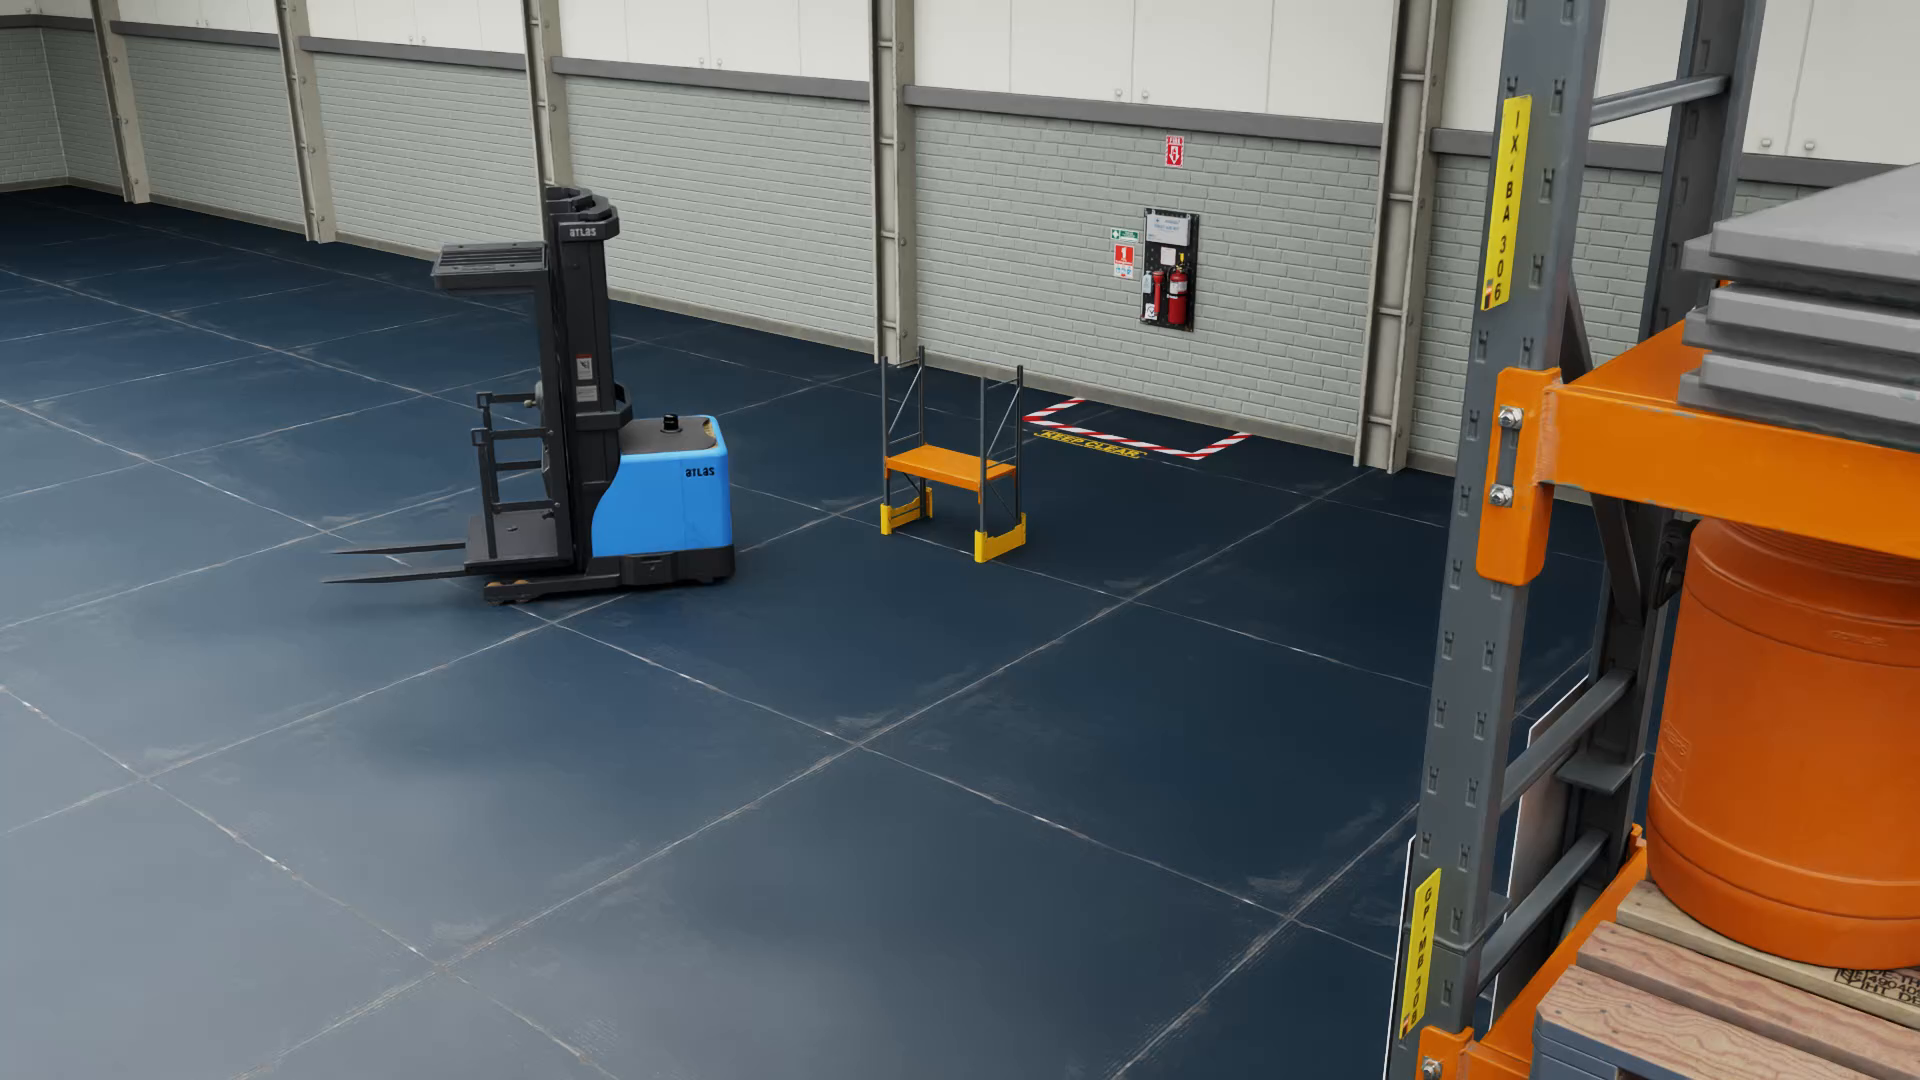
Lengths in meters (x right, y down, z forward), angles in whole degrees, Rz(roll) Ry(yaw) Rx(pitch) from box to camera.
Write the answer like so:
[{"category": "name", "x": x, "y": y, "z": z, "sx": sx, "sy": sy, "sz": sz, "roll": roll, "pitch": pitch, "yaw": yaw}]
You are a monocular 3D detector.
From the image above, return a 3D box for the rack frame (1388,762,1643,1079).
[{"category": "rack frame", "x": 1.210, "y": 2.031, "z": 4.030, "sx": 0.127, "sy": 3.000, "sz": 1.000, "roll": 16, "pitch": 26, "yaw": 36}]

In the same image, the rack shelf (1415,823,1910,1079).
[{"category": "rack shelf", "x": 2.759, "y": 1.411, "z": 2.445, "sx": 4.000, "sy": 0.370, "sz": 1.077, "roll": 16, "pitch": 26, "yaw": 36}]

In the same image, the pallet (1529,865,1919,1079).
[{"category": "pallet", "x": 1.789, "y": 0.927, "z": 2.974, "sx": 1.213, "sy": 0.211, "sz": 1.003, "roll": 16, "pitch": 26, "yaw": 36}]

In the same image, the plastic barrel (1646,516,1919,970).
[{"category": "plastic barrel", "x": 1.667, "y": 0.304, "z": 3.156, "sx": 0.708, "sy": 0.830, "sz": 0.600, "roll": 16, "pitch": 26, "yaw": 36}]

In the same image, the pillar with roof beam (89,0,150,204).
[{"category": "pillar with roof beam", "x": -17.401, "y": -9.081, "z": 24.994, "sx": 0.400, "sy": 9.000, "sz": 9.100, "roll": 16, "pitch": 26, "yaw": 36}]

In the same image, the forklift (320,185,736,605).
[{"category": "forklift", "x": -3.304, "y": -1.093, "z": 12.412, "sx": 3.031, "sy": 2.935, "sz": 1.130, "roll": -5, "pitch": 21, "yaw": -12}]

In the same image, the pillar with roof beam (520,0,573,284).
[{"category": "pillar with roof beam", "x": -8.104, "y": -6.403, "z": 17.895, "sx": 0.400, "sy": 9.000, "sz": 9.100, "roll": 16, "pitch": 26, "yaw": 36}]

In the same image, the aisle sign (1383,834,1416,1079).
[{"category": "aisle sign", "x": 0.969, "y": 0.879, "z": 3.402, "sx": 0.004, "sy": 0.787, "sz": 0.394, "roll": 16, "pitch": 26, "yaw": 36}]

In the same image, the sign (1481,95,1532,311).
[{"category": "sign", "x": 0.859, "y": -0.529, "z": 2.613, "sx": 0.005, "sy": 0.325, "sz": 0.100, "roll": 16, "pitch": 26, "yaw": 36}]

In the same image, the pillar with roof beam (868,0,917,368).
[{"category": "pillar with roof beam", "x": -3.456, "y": -5.065, "z": 14.345, "sx": 0.400, "sy": 9.000, "sz": 9.100, "roll": 16, "pitch": 26, "yaw": 36}]

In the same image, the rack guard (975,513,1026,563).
[{"category": "rack guard", "x": 0.327, "y": -0.023, "z": 13.375, "sx": 0.087, "sy": 0.250, "sz": 0.587, "roll": 16, "pitch": 26, "yaw": 36}]

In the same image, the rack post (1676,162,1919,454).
[{"category": "rack post", "x": 1.715, "y": -0.338, "z": 2.521, "sx": 0.937, "sy": 0.300, "sz": 0.954, "roll": -19, "pitch": 28, "yaw": -41}]

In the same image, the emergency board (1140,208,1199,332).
[{"category": "emergency board", "x": 2.024, "y": -2.658, "z": 16.464, "sx": 0.643, "sy": 1.169, "sz": 0.194, "roll": 16, "pitch": 26, "yaw": 36}]

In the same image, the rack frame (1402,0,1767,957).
[{"category": "rack frame", "x": 1.210, "y": -0.776, "z": 2.972, "sx": 0.127, "sy": 3.000, "sz": 1.000, "roll": 16, "pitch": 26, "yaw": 36}]

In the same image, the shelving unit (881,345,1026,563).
[{"category": "shelving unit", "x": -0.059, "y": -0.719, "z": 13.449, "sx": 1.083, "sy": 1.500, "sz": 0.587, "roll": 16, "pitch": 26, "yaw": 36}]

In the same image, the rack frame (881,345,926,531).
[{"category": "rack frame", "x": -0.460, "y": -0.834, "z": 13.755, "sx": 0.032, "sy": 1.500, "sz": 0.500, "roll": 16, "pitch": 26, "yaw": 36}]

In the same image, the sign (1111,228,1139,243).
[{"category": "sign", "x": 1.659, "y": -3.070, "z": 16.757, "sx": 0.331, "sy": 0.109, "sz": 0.001, "roll": 16, "pitch": 26, "yaw": 36}]

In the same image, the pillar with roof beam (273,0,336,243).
[{"category": "pillar with roof beam", "x": -12.752, "y": -7.742, "z": 21.445, "sx": 0.400, "sy": 9.000, "sz": 9.100, "roll": 16, "pitch": 26, "yaw": 36}]

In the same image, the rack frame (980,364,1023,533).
[{"category": "rack frame", "x": 0.328, "y": -0.607, "z": 13.153, "sx": 0.032, "sy": 1.500, "sz": 0.500, "roll": 16, "pitch": 26, "yaw": 36}]

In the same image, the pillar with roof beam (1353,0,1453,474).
[{"category": "pillar with roof beam", "x": 1.193, "y": -3.726, "z": 10.795, "sx": 0.400, "sy": 9.000, "sz": 9.100, "roll": 16, "pitch": 26, "yaw": 36}]

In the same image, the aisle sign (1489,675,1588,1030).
[{"category": "aisle sign", "x": 1.342, "y": 0.718, "z": 3.830, "sx": 0.004, "sy": 0.787, "sz": 0.394, "roll": 16, "pitch": 26, "yaw": 36}]

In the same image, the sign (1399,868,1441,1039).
[{"category": "sign", "x": 0.859, "y": 0.773, "z": 3.103, "sx": 0.005, "sy": 0.325, "sz": 0.100, "roll": 16, "pitch": 26, "yaw": 36}]

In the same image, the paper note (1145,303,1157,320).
[{"category": "paper note", "x": 1.931, "y": -2.304, "z": 16.775, "sx": 0.142, "sy": 0.148, "sz": 0.016, "roll": 16, "pitch": 26, "yaw": 36}]

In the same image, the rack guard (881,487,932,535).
[{"category": "rack guard", "x": -0.445, "y": -0.245, "z": 13.964, "sx": 0.087, "sy": 0.250, "sz": 0.587, "roll": 16, "pitch": 26, "yaw": 36}]

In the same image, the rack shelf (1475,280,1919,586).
[{"category": "rack shelf", "x": 2.759, "y": 0.194, "z": 1.986, "sx": 4.000, "sy": 0.370, "sz": 1.077, "roll": 16, "pitch": 26, "yaw": 36}]

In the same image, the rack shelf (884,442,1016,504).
[{"category": "rack shelf", "x": -0.066, "y": -0.552, "z": 13.517, "sx": 1.000, "sy": 0.185, "sz": 0.538, "roll": 16, "pitch": 26, "yaw": 36}]

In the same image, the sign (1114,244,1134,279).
[{"category": "sign", "x": 1.661, "y": -2.826, "z": 16.860, "sx": 0.234, "sy": 0.329, "sz": 0.001, "roll": 16, "pitch": 26, "yaw": 36}]

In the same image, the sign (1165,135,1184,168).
[{"category": "sign", "x": 2.081, "y": -3.771, "z": 16.132, "sx": 0.199, "sy": 0.298, "sz": 0.001, "roll": 16, "pitch": 26, "yaw": 36}]
